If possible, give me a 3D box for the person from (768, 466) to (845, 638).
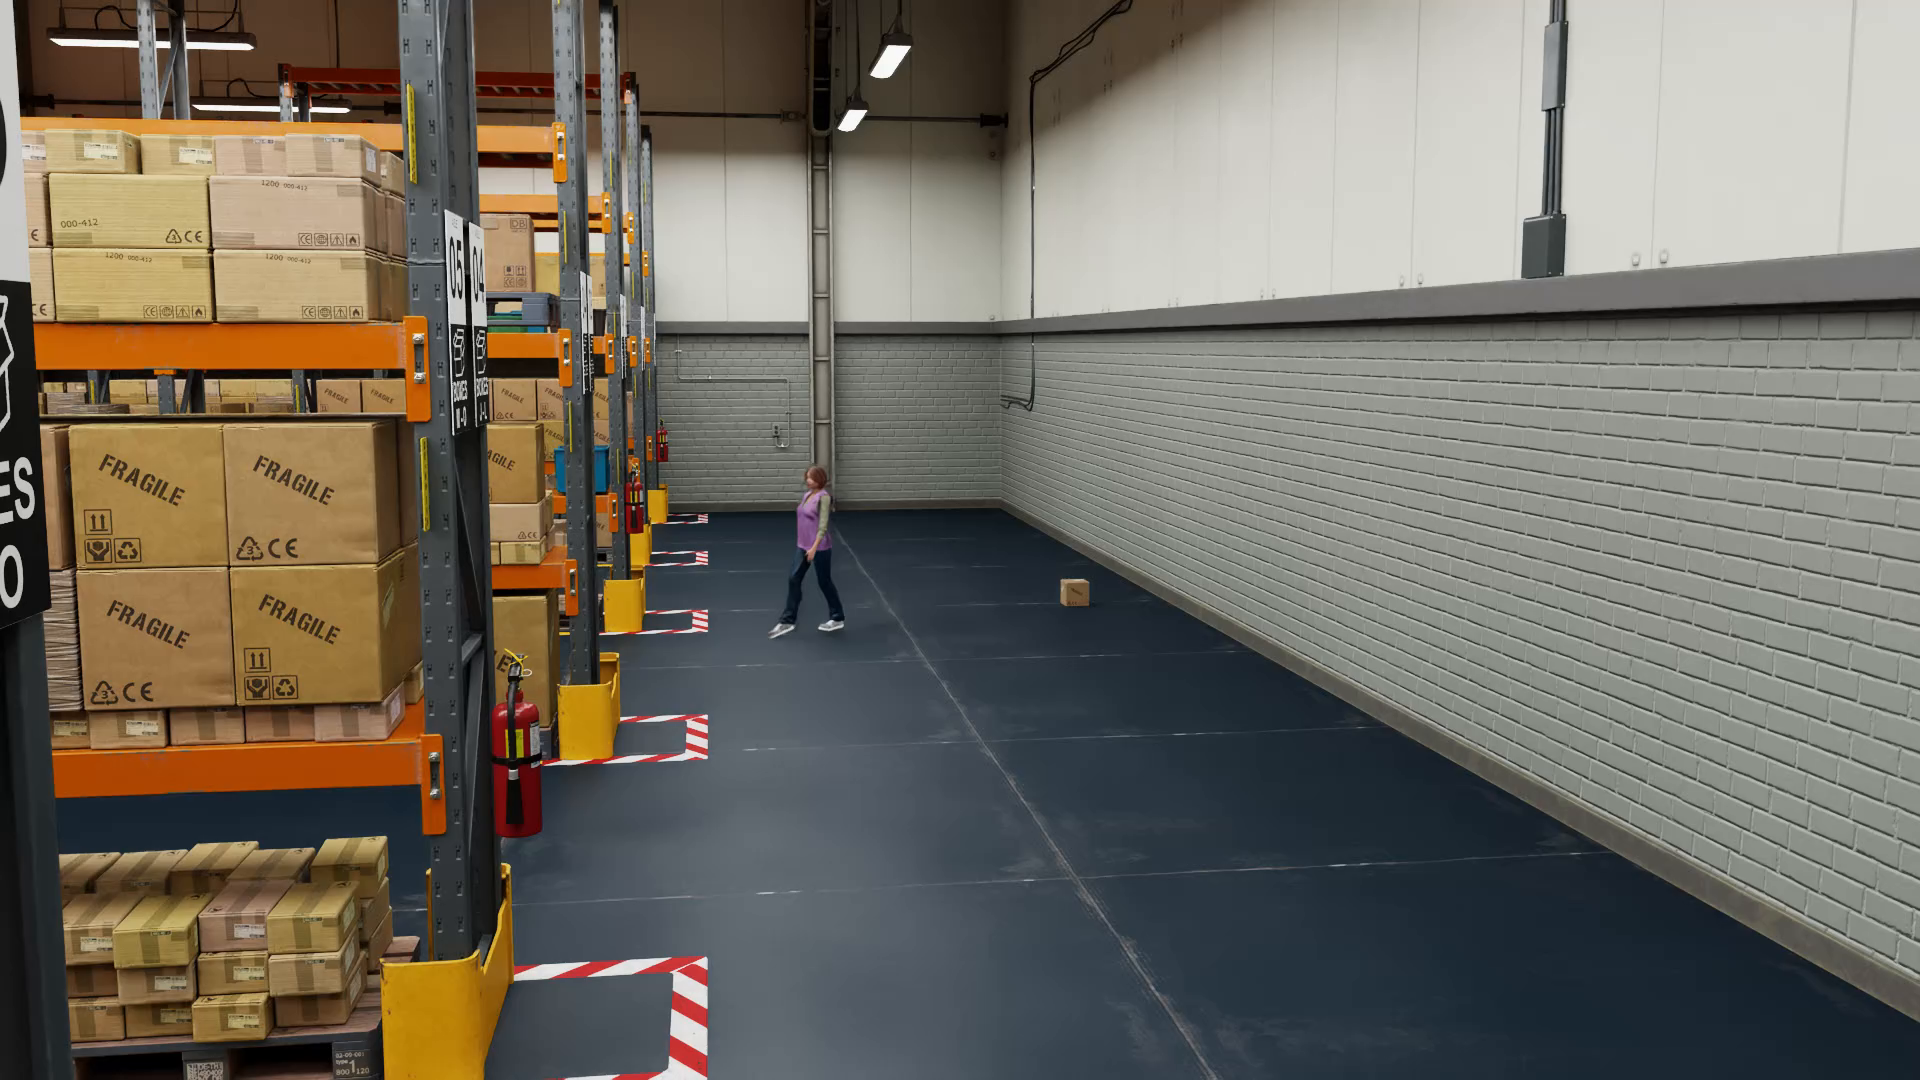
[{"bbox_3d":[-1.420,0.105,15.609,0.750,1.599,0.454,-6,9,-39],"label":"person"}]
